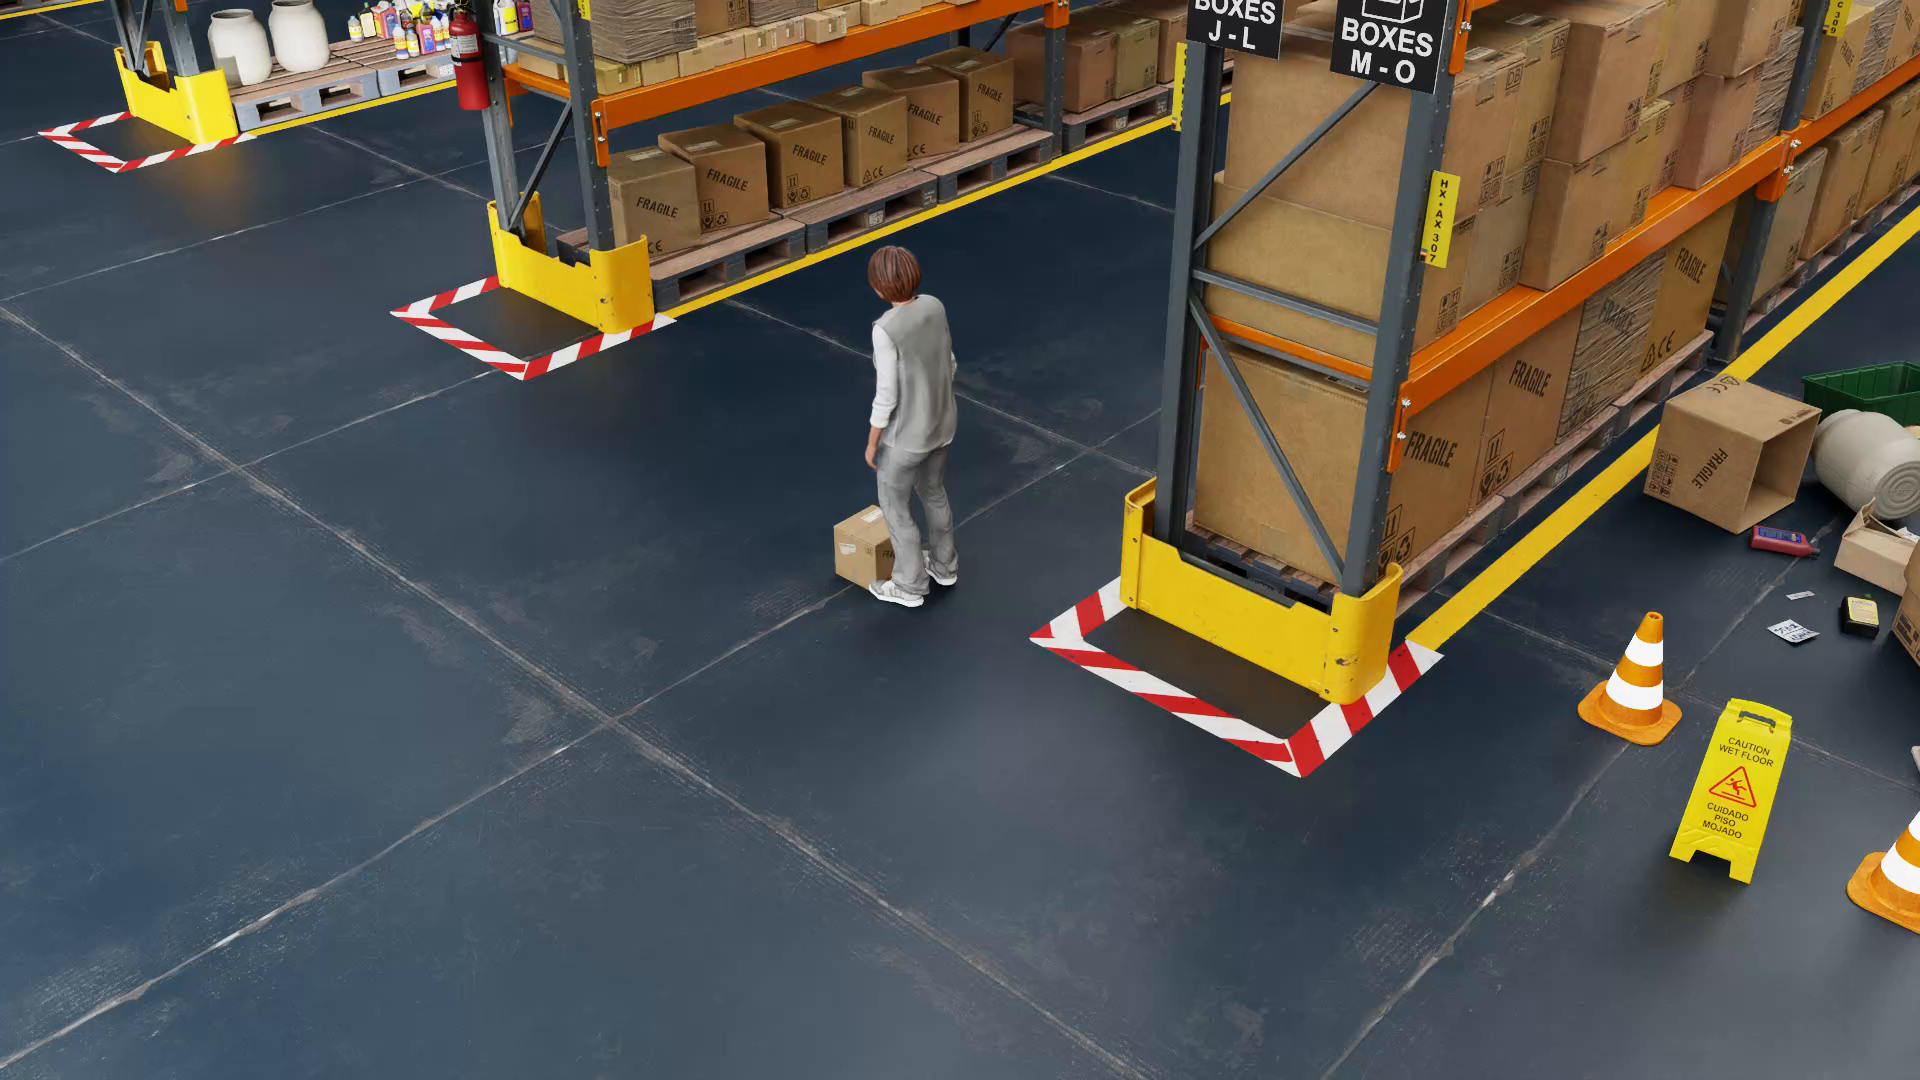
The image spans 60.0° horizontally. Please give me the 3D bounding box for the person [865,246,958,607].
[{"bbox_3d":[-0.197,-0.450,6.873,0.345,1.593,0.479,24,39,33],"label":"person"}]
